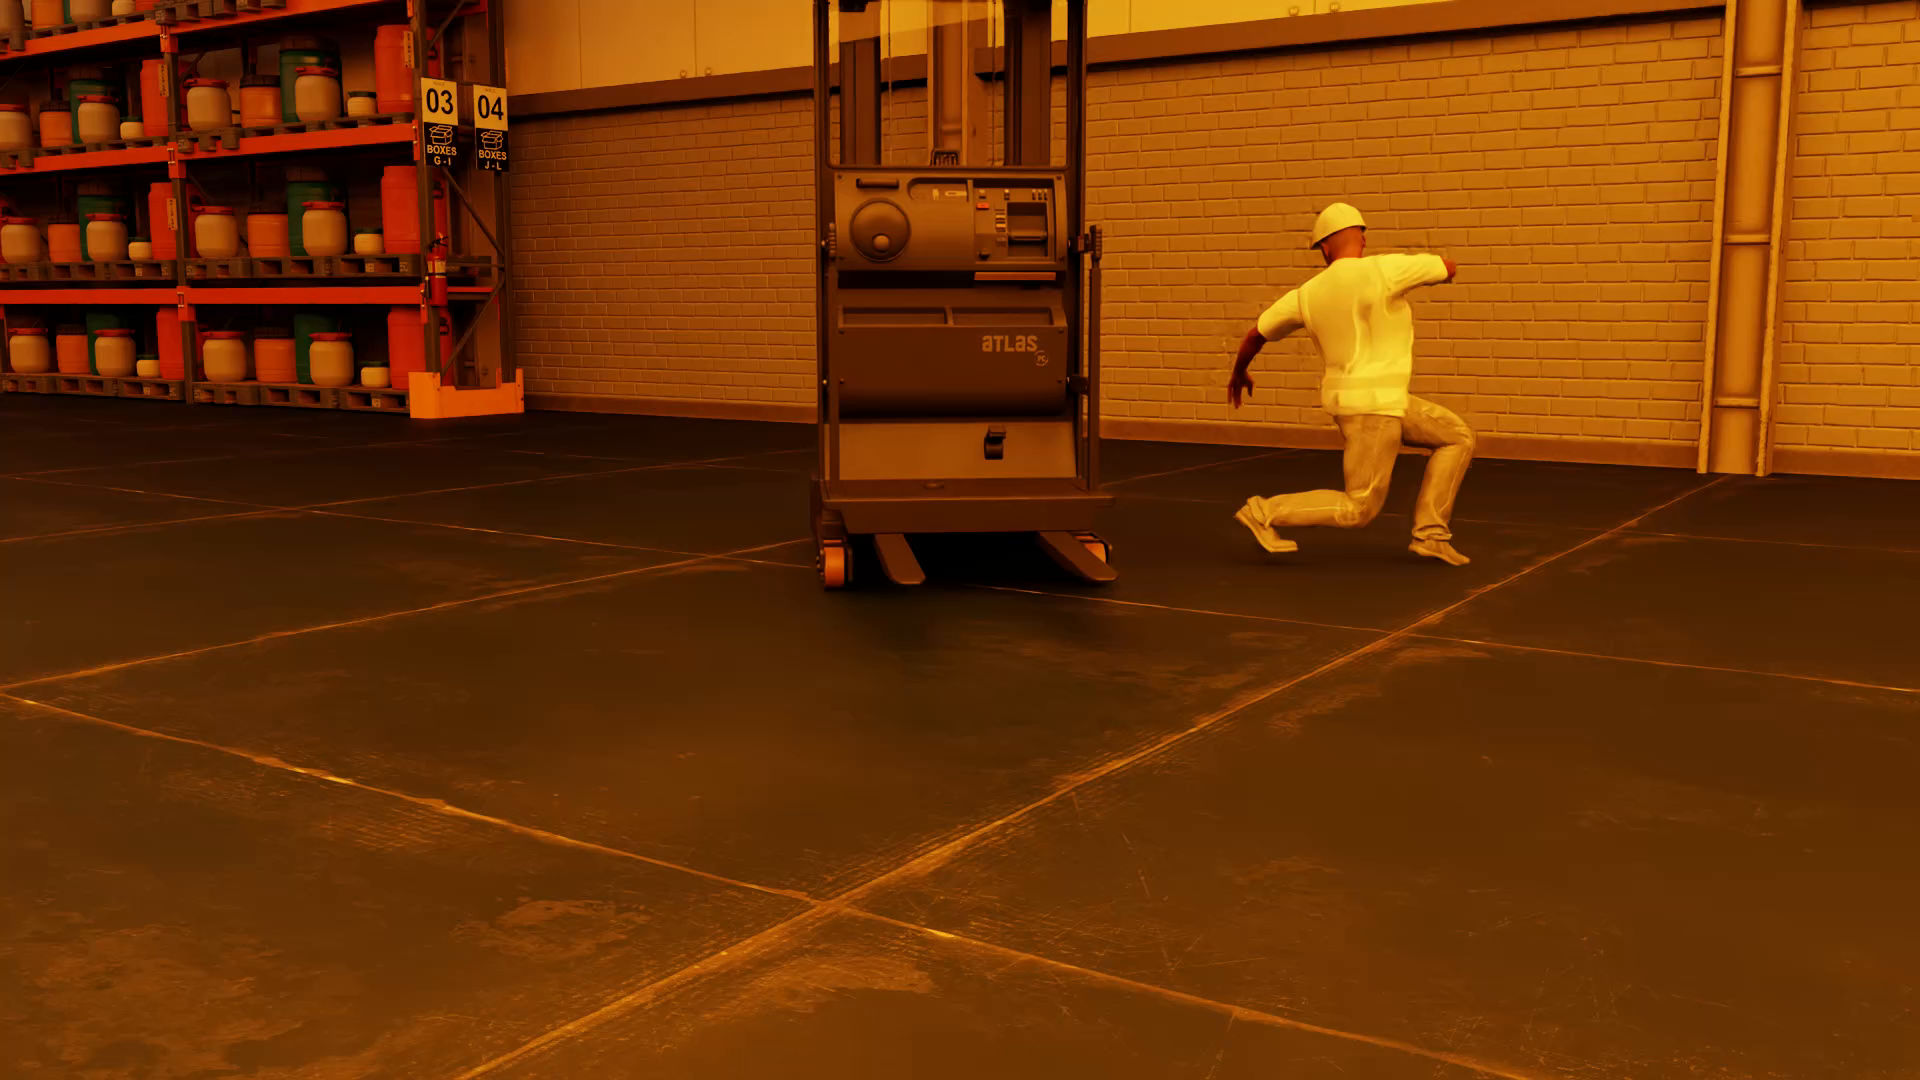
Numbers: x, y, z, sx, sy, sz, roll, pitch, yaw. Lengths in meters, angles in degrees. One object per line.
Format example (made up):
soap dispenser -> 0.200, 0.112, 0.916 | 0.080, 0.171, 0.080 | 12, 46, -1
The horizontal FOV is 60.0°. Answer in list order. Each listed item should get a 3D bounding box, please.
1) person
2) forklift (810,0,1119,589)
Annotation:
person -> 1.630, -0.646, 6.974 | 0.973, 1.502, 0.839 | -1, 8, -5
forklift -> -0.011, -1.315, 6.439 | 1.130, 2.935, 3.031 | -1, 8, -6
